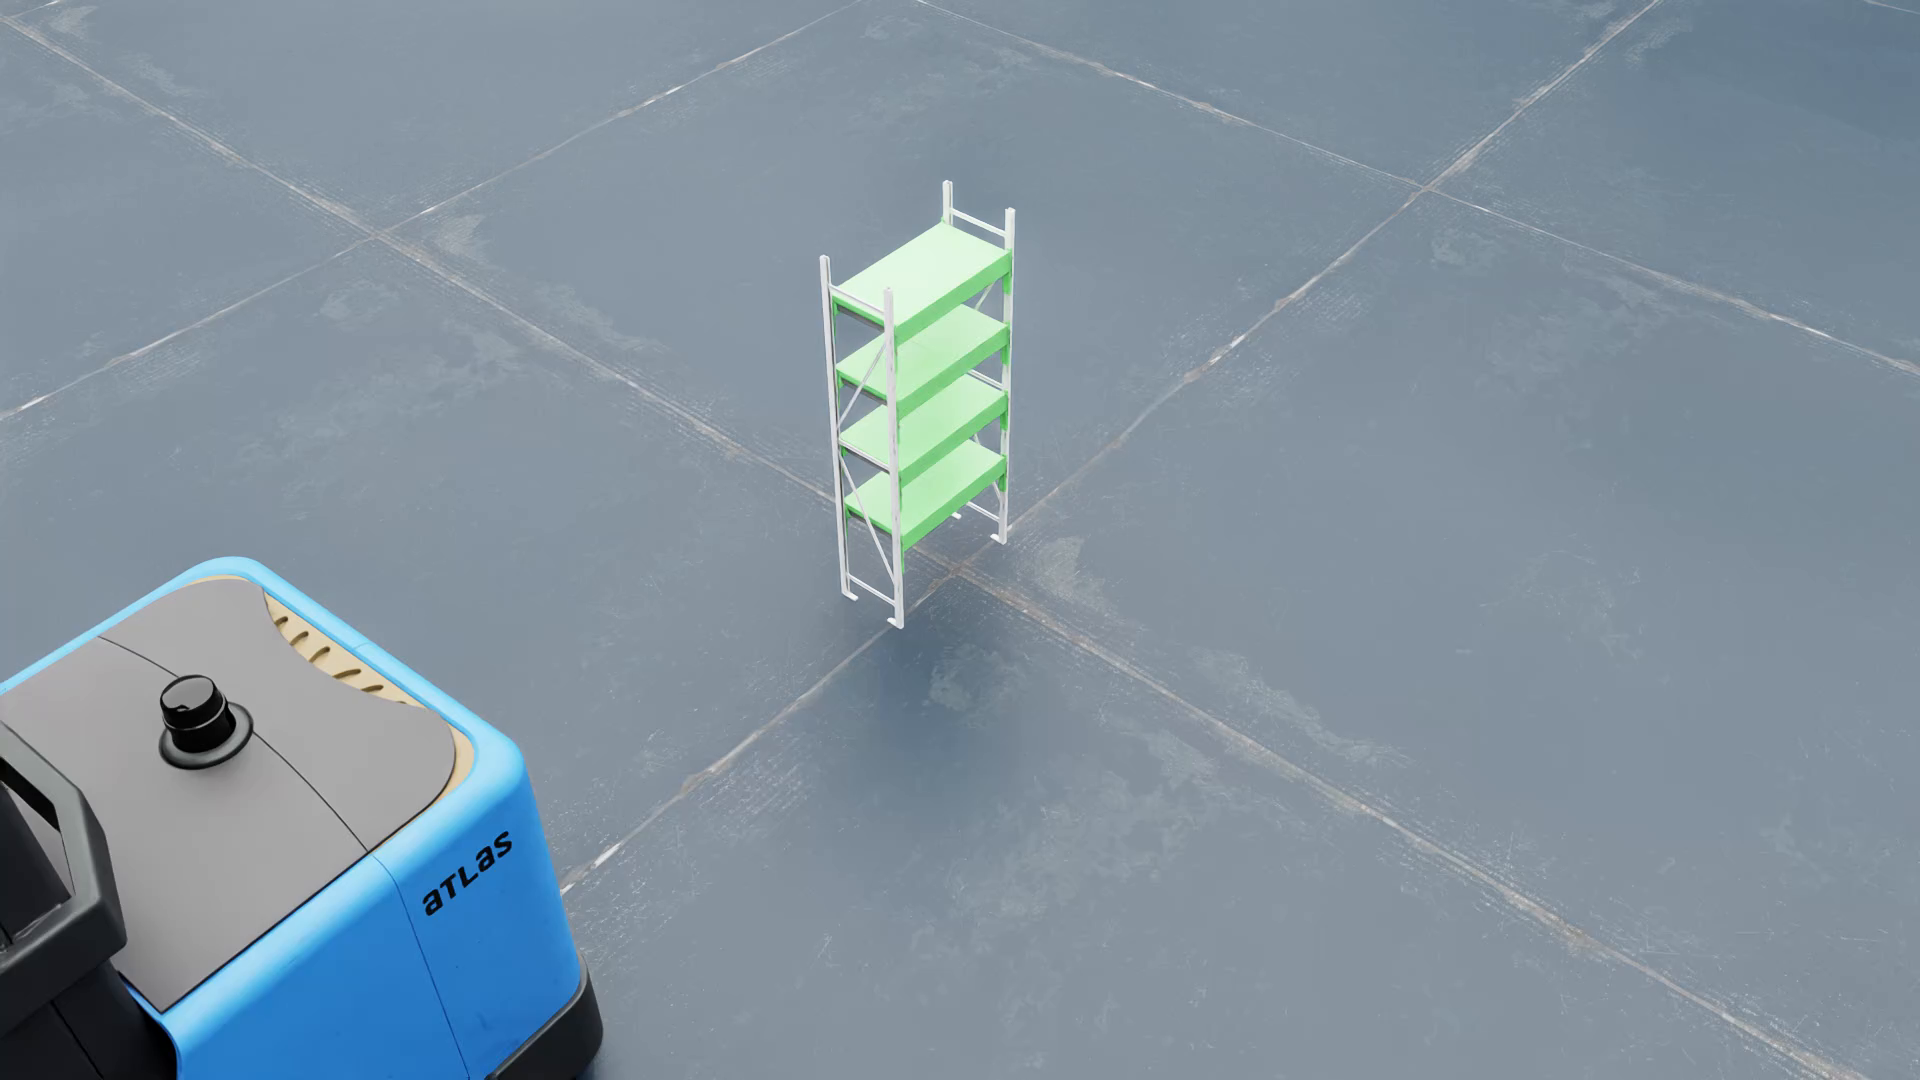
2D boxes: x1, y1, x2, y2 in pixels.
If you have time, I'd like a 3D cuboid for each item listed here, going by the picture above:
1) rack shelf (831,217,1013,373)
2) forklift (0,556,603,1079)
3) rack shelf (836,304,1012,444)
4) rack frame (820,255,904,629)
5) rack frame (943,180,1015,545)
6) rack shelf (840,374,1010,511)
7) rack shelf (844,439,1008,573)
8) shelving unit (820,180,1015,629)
[{"bbox_3d":[-0.107,-0.667,4.473,0.258,0.148,0.480,29,50,28],"label":"rack shelf"},{"bbox_3d":[-2.134,0.701,2.300,1.130,2.935,3.031,28,49,27],"label":"forklift"},{"bbox_3d":[-0.107,-0.489,4.634,0.258,0.148,0.480,29,50,28],"label":"rack shelf"},{"bbox_3d":[-0.264,-0.233,4.614,0.240,1.200,0.015,29,50,28],"label":"rack frame"},{"bbox_3d":[0.050,-0.484,4.891,0.240,1.200,0.015,29,50,28],"label":"rack frame"},{"bbox_3d":[-0.107,-0.311,4.796,0.258,0.148,0.480,29,50,28],"label":"rack shelf"},{"bbox_3d":[-0.107,-0.134,4.957,0.258,0.148,0.480,29,50,28],"label":"rack shelf"},{"bbox_3d":[-0.107,-0.359,4.753,0.258,1.200,0.503,29,50,28],"label":"shelving unit"}]
